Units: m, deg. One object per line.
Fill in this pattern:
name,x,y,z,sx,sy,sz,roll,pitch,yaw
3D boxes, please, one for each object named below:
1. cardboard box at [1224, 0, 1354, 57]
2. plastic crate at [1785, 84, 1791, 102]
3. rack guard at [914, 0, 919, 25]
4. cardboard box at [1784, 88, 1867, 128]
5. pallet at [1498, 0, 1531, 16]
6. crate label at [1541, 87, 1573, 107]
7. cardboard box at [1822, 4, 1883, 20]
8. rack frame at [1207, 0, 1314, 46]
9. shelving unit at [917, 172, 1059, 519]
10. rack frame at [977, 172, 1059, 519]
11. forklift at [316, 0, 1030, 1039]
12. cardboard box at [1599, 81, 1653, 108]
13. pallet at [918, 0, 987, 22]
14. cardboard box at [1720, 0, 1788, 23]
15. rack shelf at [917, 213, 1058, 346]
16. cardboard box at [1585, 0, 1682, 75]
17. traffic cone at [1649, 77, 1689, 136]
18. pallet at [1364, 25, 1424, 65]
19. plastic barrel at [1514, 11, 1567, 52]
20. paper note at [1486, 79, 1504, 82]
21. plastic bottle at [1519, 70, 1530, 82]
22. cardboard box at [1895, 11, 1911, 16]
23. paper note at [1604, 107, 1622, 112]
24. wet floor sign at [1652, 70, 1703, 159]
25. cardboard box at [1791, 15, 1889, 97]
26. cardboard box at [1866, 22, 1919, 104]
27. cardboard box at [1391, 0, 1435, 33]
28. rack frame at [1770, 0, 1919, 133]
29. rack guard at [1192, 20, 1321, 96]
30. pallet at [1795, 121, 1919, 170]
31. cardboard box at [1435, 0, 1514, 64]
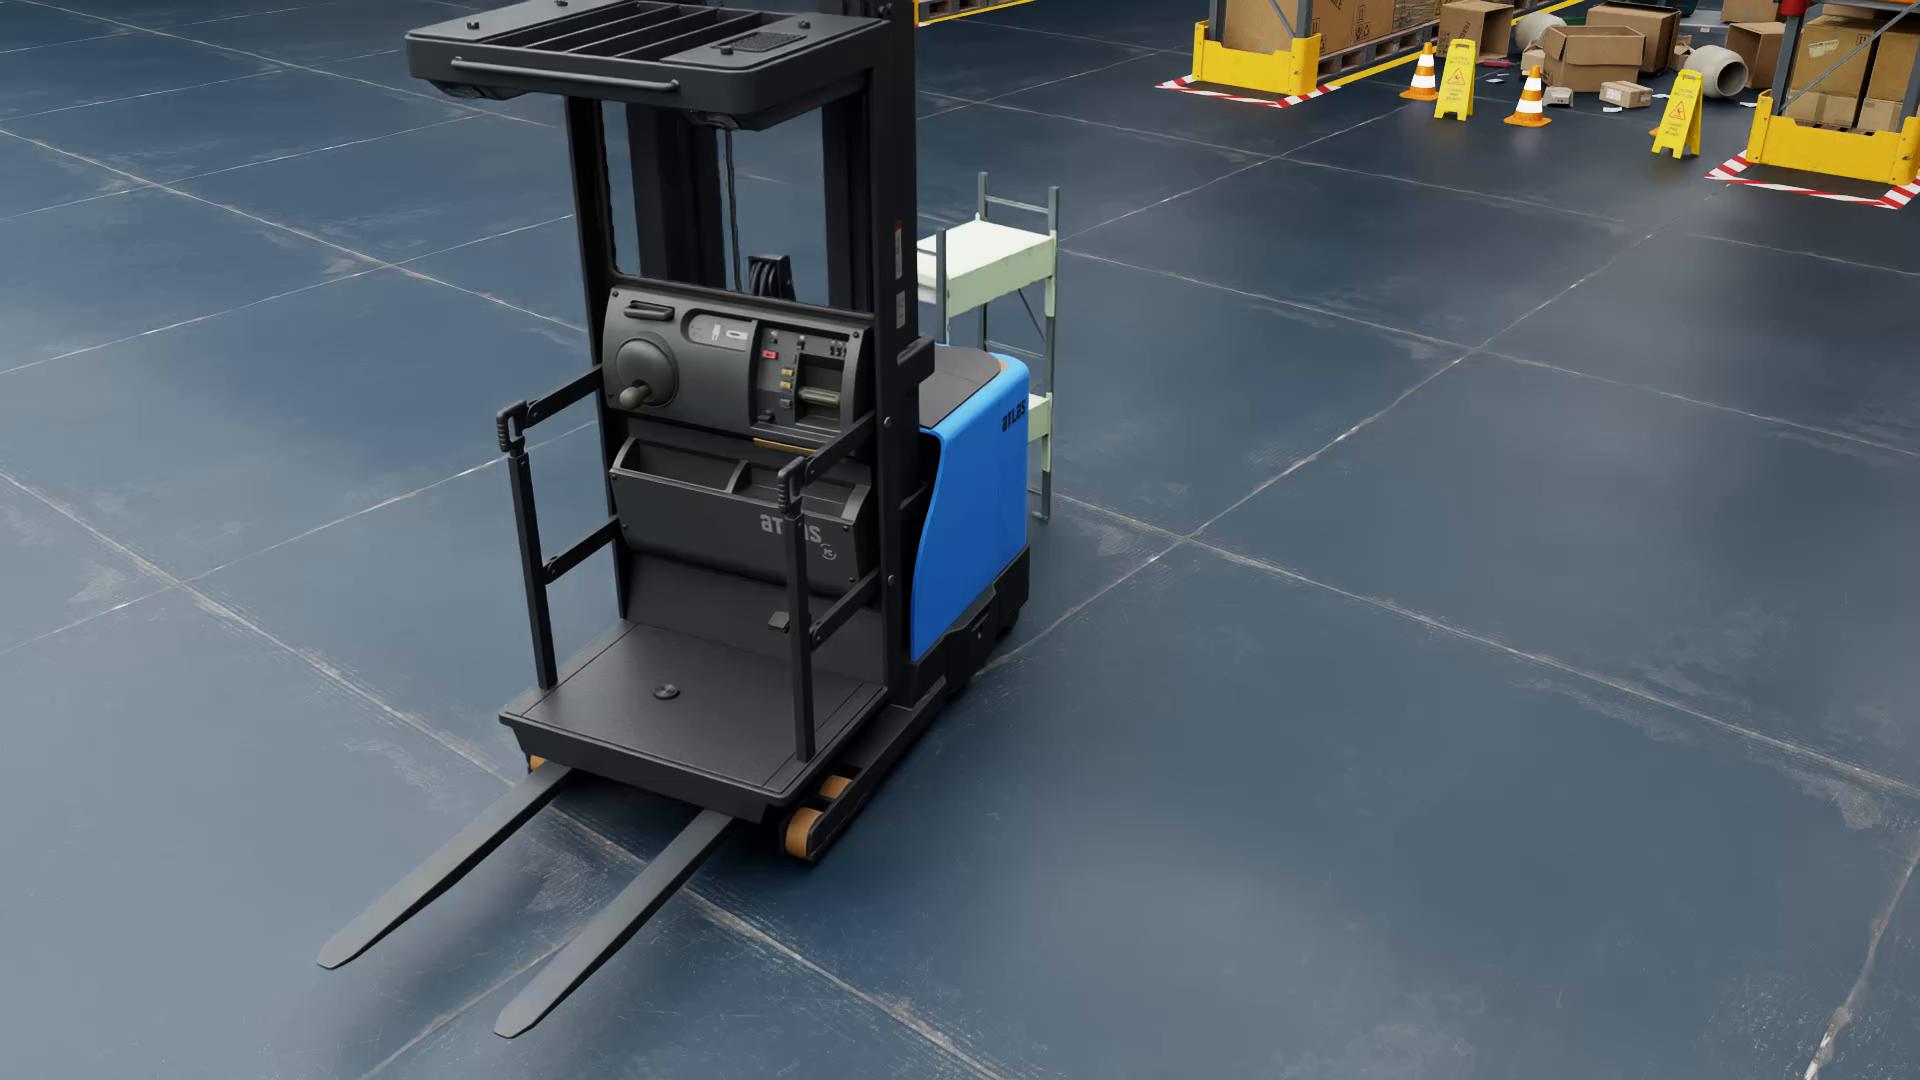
cardboard box,3.110,-5.065,15.632,0.875,0.875,0.875,21,34,35
plastic crate,7.526,-3.956,14.810,0.402,0.080,0.583,9,29,17
rack guard,-0.985,-5.965,18.236,1.175,0.500,0.348,21,34,34
cardboard box,6.935,-3.491,13.268,0.500,0.250,0.500,21,34,34
pallet,5.706,-6.038,18.691,1.003,0.211,1.213,21,34,34
crate label,5.271,-3.910,14.660,0.250,0.136,0.298,4,28,8
cardboard box,7.103,-4.248,13.210,0.380,0.149,0.250,22,35,36
rack frame,2.729,-5.562,14.738,1.000,3.000,0.127,21,34,34
shelving unit,0.013,-0.686,6.944,0.431,1.500,0.755,20,33,33
rack frame,0.240,-0.818,7.199,0.400,1.500,0.023,20,33,33
forklift,-0.811,-0.514,5.053,1.130,2.935,3.031,12,30,22
cardboard box,5.888,-3.940,14.705,0.250,0.149,0.380,-10,29,-18
pallet,-0.441,-6.114,18.839,1.003,0.211,1.213,21,34,34
cardboard box,7.765,-5.305,16.137,0.500,0.500,0.500,21,34,34
rack shelf,0.013,-1.033,6.765,0.431,0.370,0.720,20,33,33
cardboard box,6.365,-4.800,15.833,0.797,0.637,0.503,21,34,34
traffic cone,5.891,-3.554,13.617,0.336,0.463,0.334,21,34,34
pallet,3.954,-5.061,16.803,1.003,0.211,1.213,21,34,34
plastic barrel,5.736,-4.986,16.427,0.421,0.421,0.512,-5,28,-9
paper note,5.010,-4.288,15.507,0.142,0.017,0.144,-15,31,-27
plastic bottle,5.333,-4.364,15.618,0.133,0.061,0.283,9,29,17
cardboard box,7.577,-4.173,13.771,0.500,0.500,0.500,20,33,33
paper note,5.679,-3.750,14.465,0.148,0.019,0.142,9,29,17
wet floor sign,5.667,-3.351,13.026,0.232,0.644,0.267,-15,31,-27
cardboard box,6.922,-3.810,13.070,0.500,0.500,0.500,21,34,35
cardboard box,7.354,-3.664,12.787,0.500,0.500,0.500,19,33,33
cardboard box,4.249,-5.700,16.859,0.875,0.875,0.875,21,34,35
rack frame,6.613,-4.152,12.011,1.000,3.000,0.127,21,34,34
rack guard,2.714,-4.444,15.296,1.175,0.500,0.348,21,34,34
pallet,7.206,-3.218,13.240,1.003,0.211,1.213,21,34,34
cardboard box,5.078,-5.021,16.409,0.500,0.500,0.500,-21,34,-35
